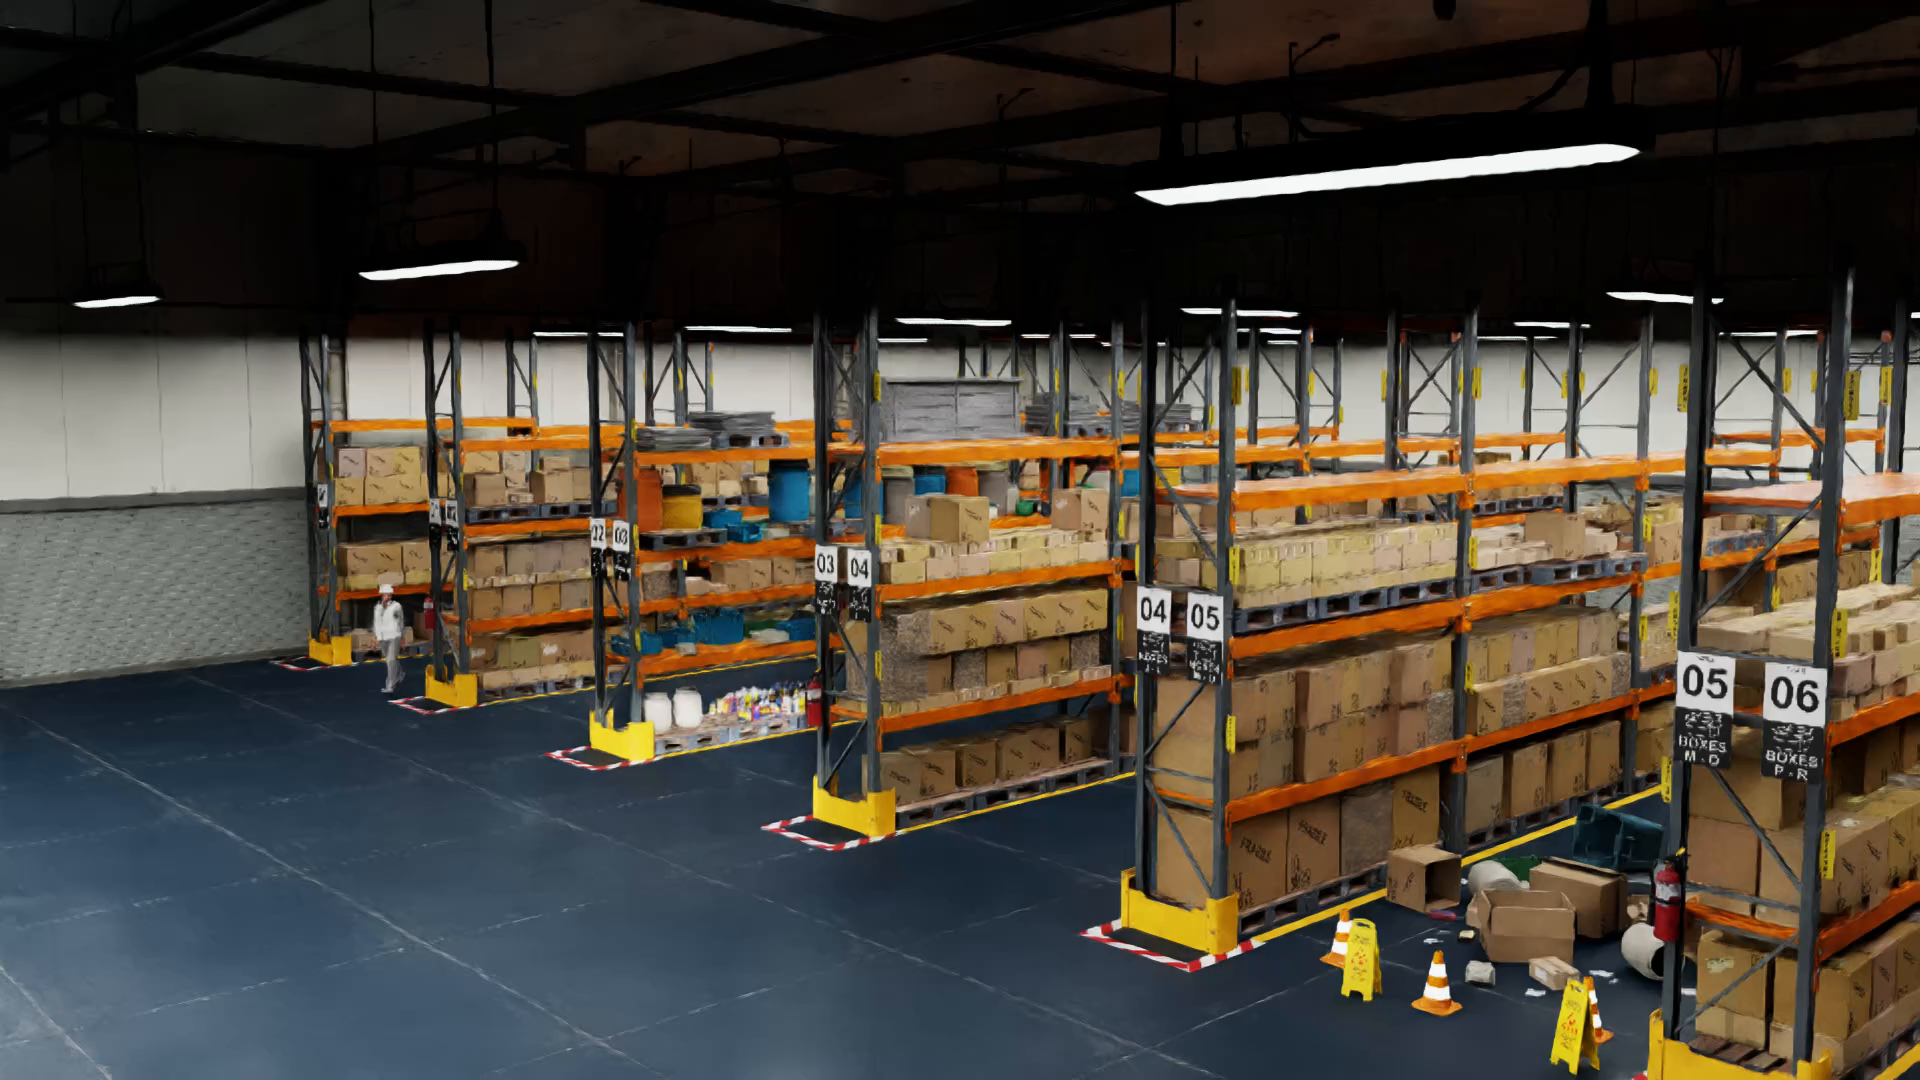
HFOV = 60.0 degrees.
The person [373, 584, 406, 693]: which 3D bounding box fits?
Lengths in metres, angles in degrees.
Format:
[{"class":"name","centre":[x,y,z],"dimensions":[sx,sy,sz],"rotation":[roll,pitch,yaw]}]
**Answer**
[{"class":"person","centre":[-9.287,1.571,27.029],"dimensions":[0.583,1.747,0.933],"rotation":[2,6,21]}]

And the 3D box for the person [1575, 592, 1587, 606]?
[{"class":"person","centre":[10.153,1.638,27.127],"dimensions":[0.518,1.604,0.592],"rotation":[-6,8,-45]}]
